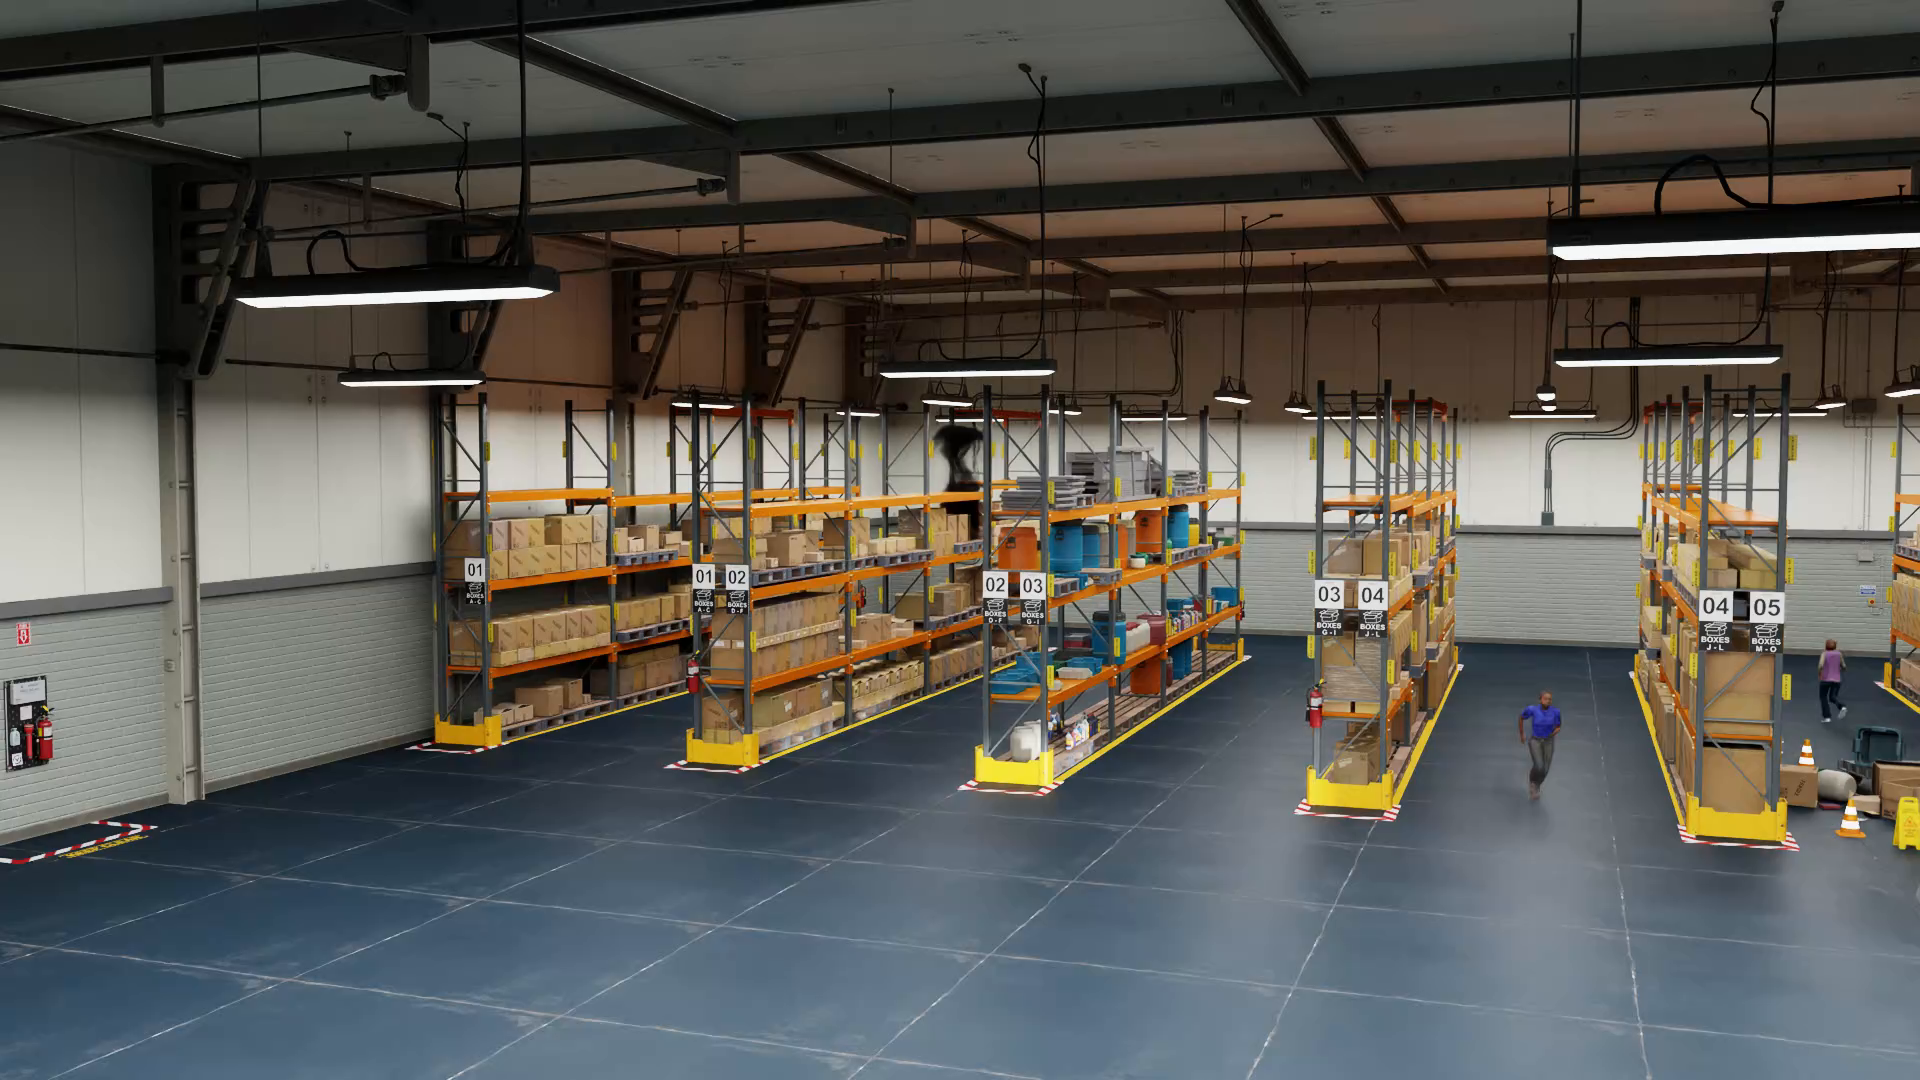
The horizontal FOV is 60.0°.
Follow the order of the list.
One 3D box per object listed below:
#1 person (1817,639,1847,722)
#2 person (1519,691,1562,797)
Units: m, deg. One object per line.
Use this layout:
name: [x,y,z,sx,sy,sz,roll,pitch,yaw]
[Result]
person: [15.986,2.613,30.476,0.526,1.559,0.758,0,3,3]
person: [8.309,2.925,23.756,0.532,1.577,0.706,0,3,-2]
